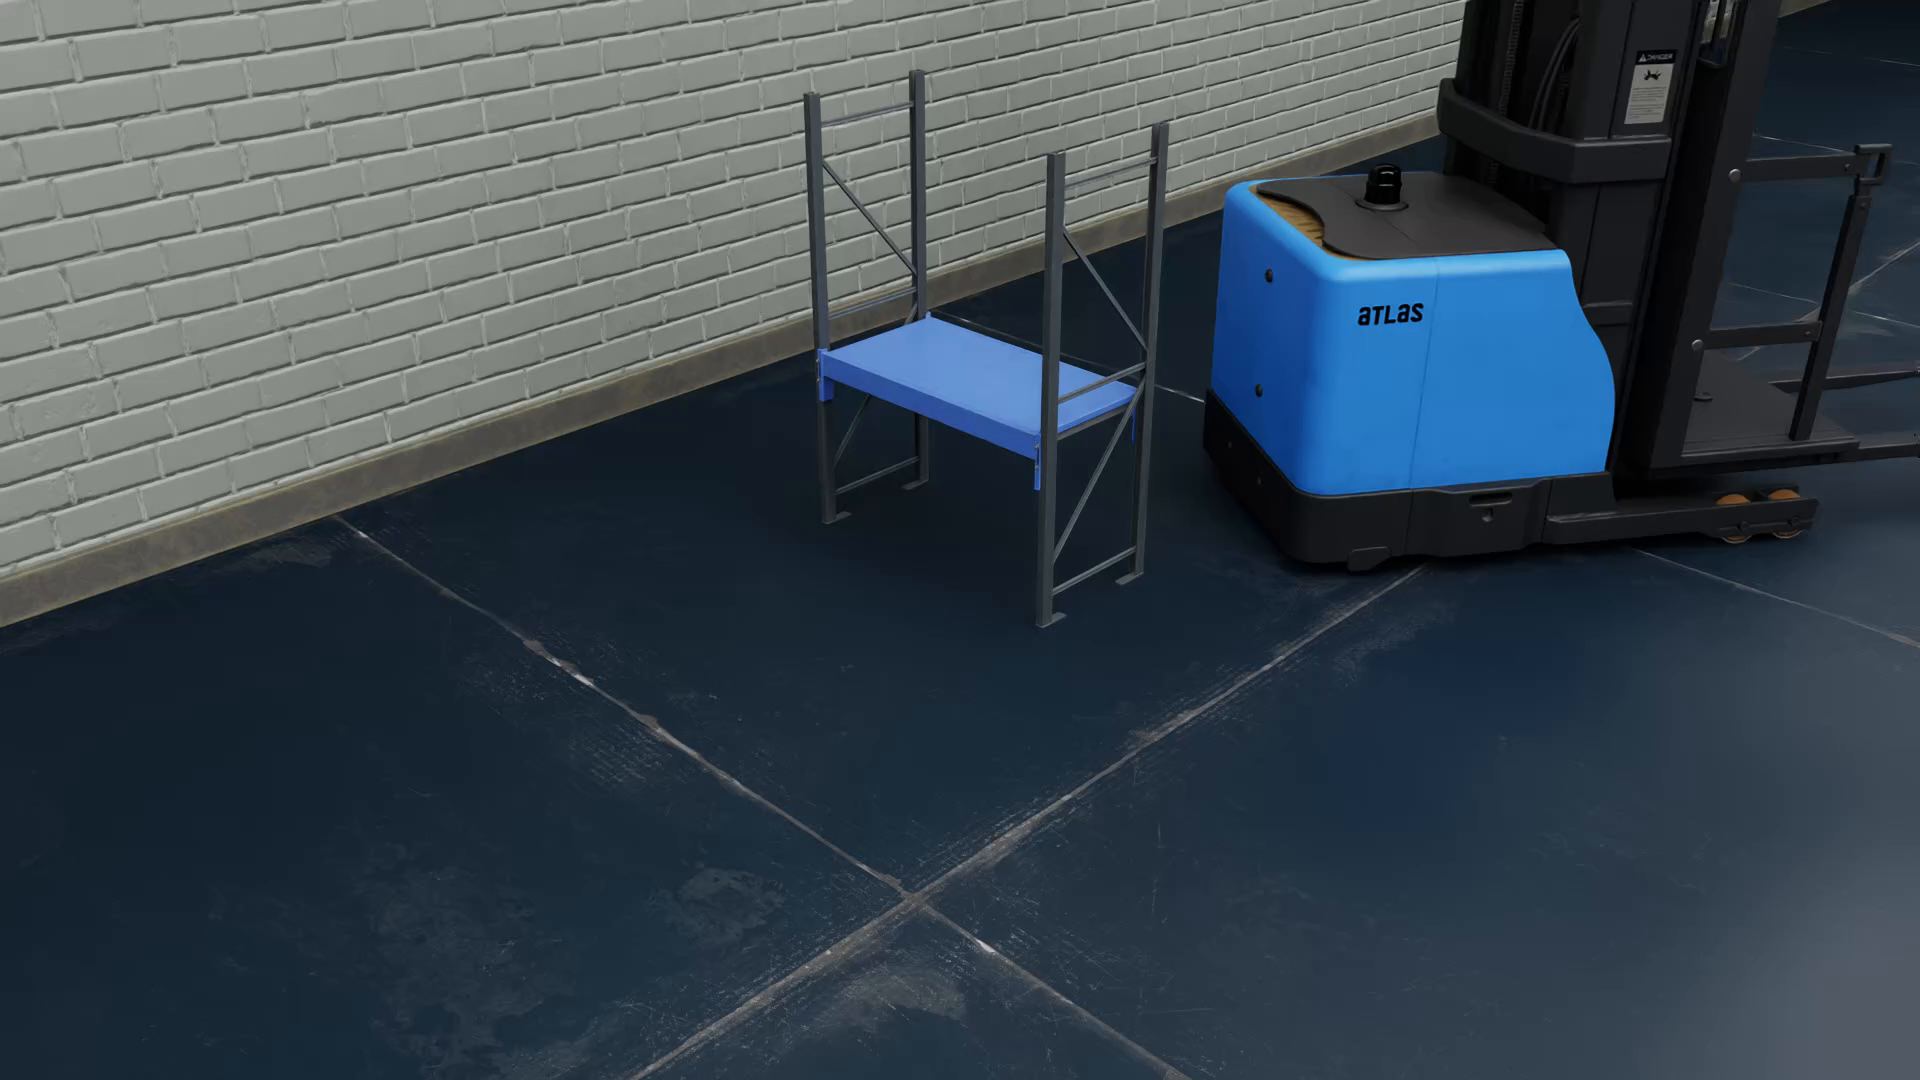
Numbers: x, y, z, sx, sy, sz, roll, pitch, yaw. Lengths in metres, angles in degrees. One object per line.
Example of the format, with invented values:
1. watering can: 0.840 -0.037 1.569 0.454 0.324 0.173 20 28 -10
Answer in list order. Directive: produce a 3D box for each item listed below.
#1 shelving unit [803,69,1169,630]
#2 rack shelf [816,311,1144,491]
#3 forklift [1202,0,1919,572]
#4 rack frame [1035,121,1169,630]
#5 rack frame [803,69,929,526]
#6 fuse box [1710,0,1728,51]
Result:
1. shelving unit: 0.061 -0.636 5.348 1.048 1.500 0.538 25 36 38
2. rack shelf: 0.061 -0.477 5.432 1.000 0.185 0.538 25 36 38
3. forklift: 2.483 -1.521 5.494 3.031 2.935 1.130 -5 28 -10
4. rack frame: 0.423 -0.470 5.033 0.032 1.500 0.500 25 36 38
5. rack frame: -0.302 -0.802 5.663 0.032 1.500 0.500 25 36 38
6. fuse box: 5.972 -4.616 12.690 0.414 1.711 0.539 25 36 38
